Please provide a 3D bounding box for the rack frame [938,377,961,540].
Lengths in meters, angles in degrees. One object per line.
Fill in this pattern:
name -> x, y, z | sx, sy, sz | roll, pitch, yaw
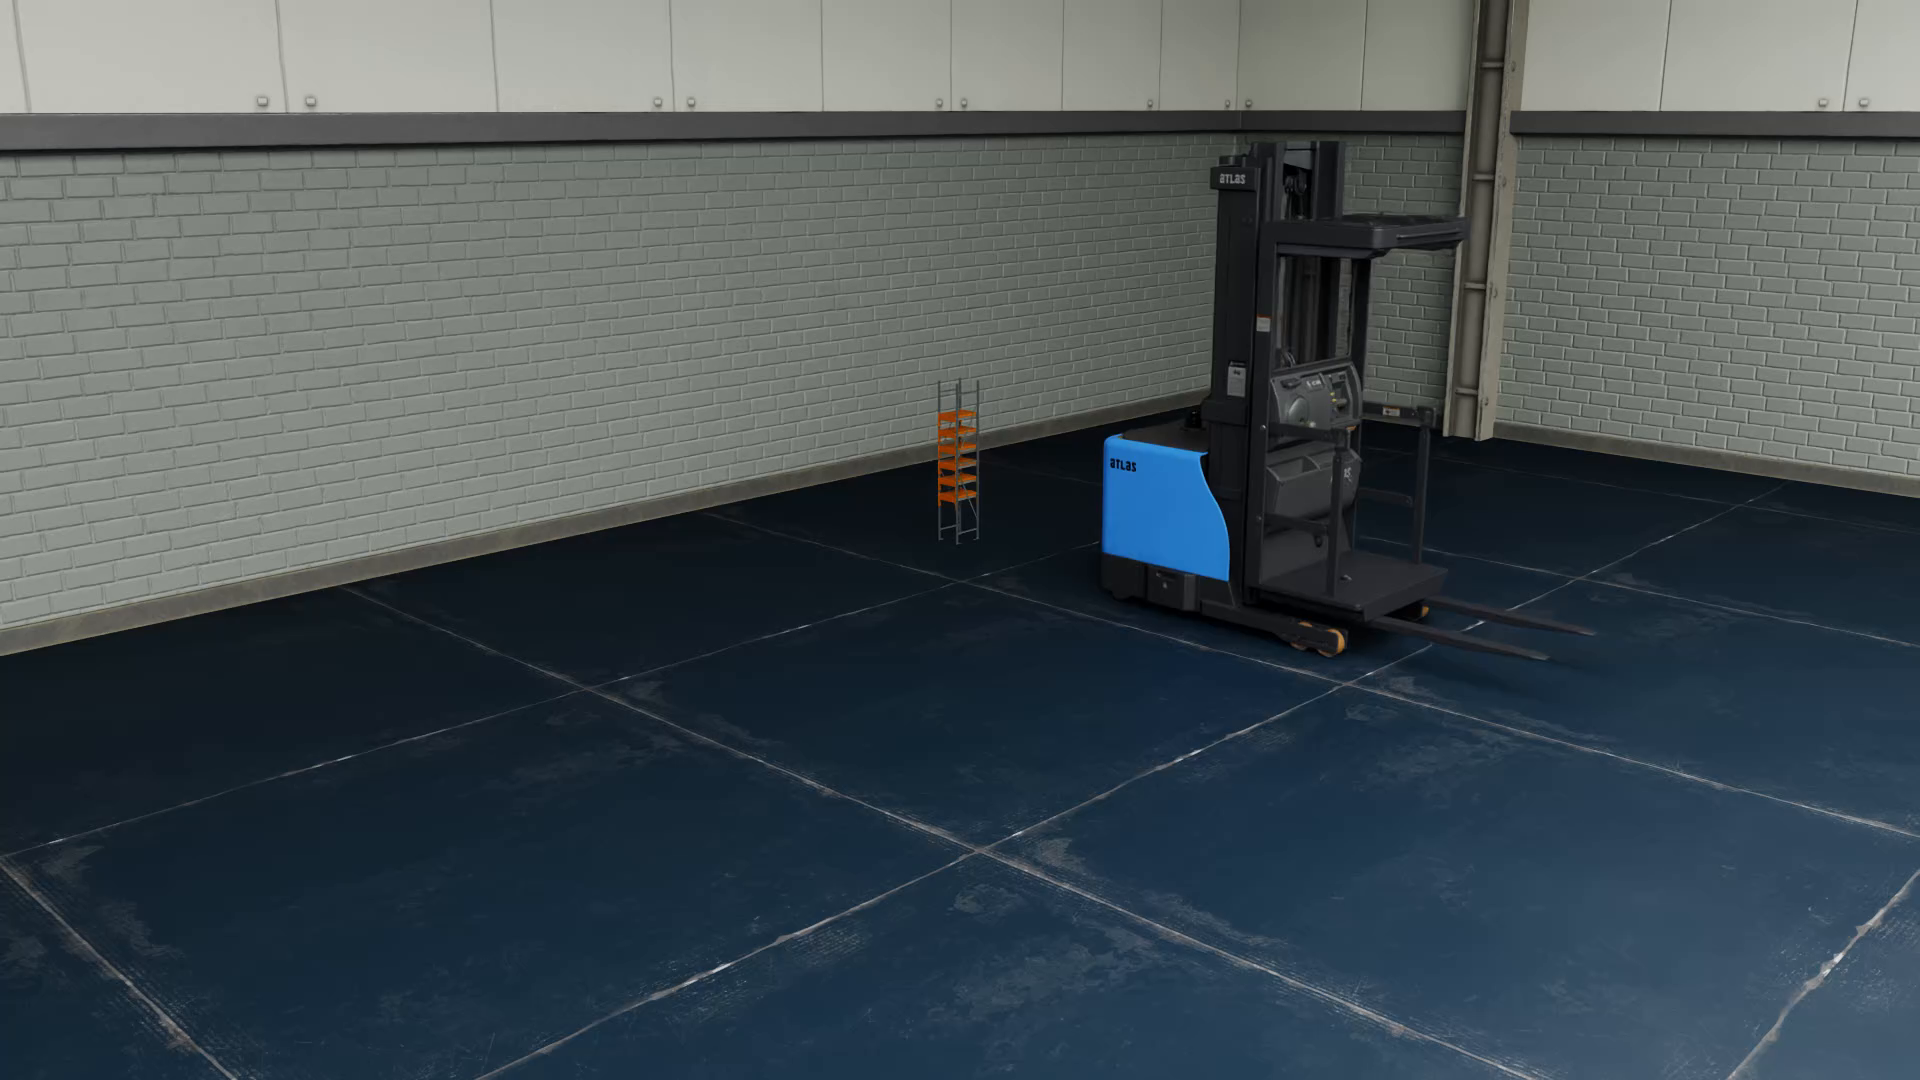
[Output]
rack frame -> -0.076, -0.599, 12.352 | 0.006, 1.200, 0.240 | 14, 20, 42

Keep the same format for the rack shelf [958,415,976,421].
rack shelf -> -0.010, -0.908, 12.206 | 0.166, 0.020, 0.199 | 14, 20, 42

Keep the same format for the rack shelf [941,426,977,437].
rack shelf -> -0.010, -0.799, 12.234 | 0.171, 0.034, 0.221 | 14, 20, 42

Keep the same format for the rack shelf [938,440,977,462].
rack shelf -> -0.010, -0.656, 12.271 | 0.180, 0.103, 0.258 | 14, 20, 42

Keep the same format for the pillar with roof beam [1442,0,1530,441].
pillar with roof beam -> 2.004, -4.593, 12.211 | 0.400, 9.000, 9.100 | 14, 20, 42

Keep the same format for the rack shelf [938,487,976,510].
rack shelf -> -0.010, -0.308, 12.362 | 0.180, 0.103, 0.258 | 14, 20, 42

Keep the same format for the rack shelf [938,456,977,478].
rack shelf -> -0.010, -0.540, 12.302 | 0.180, 0.103, 0.258 | 14, 20, 42

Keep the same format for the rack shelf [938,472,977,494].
rack shelf -> -0.010, -0.424, 12.332 | 0.180, 0.103, 0.258 | 14, 20, 42

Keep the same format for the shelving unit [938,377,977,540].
shelving unit -> -0.012, -0.584, 12.292 | 0.184, 1.200, 0.258 | 14, 20, 42

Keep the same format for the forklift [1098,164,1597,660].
forklift -> 2.324, -0.812, 10.002 | 3.031, 2.797, 1.129 | 14, 20, 42
